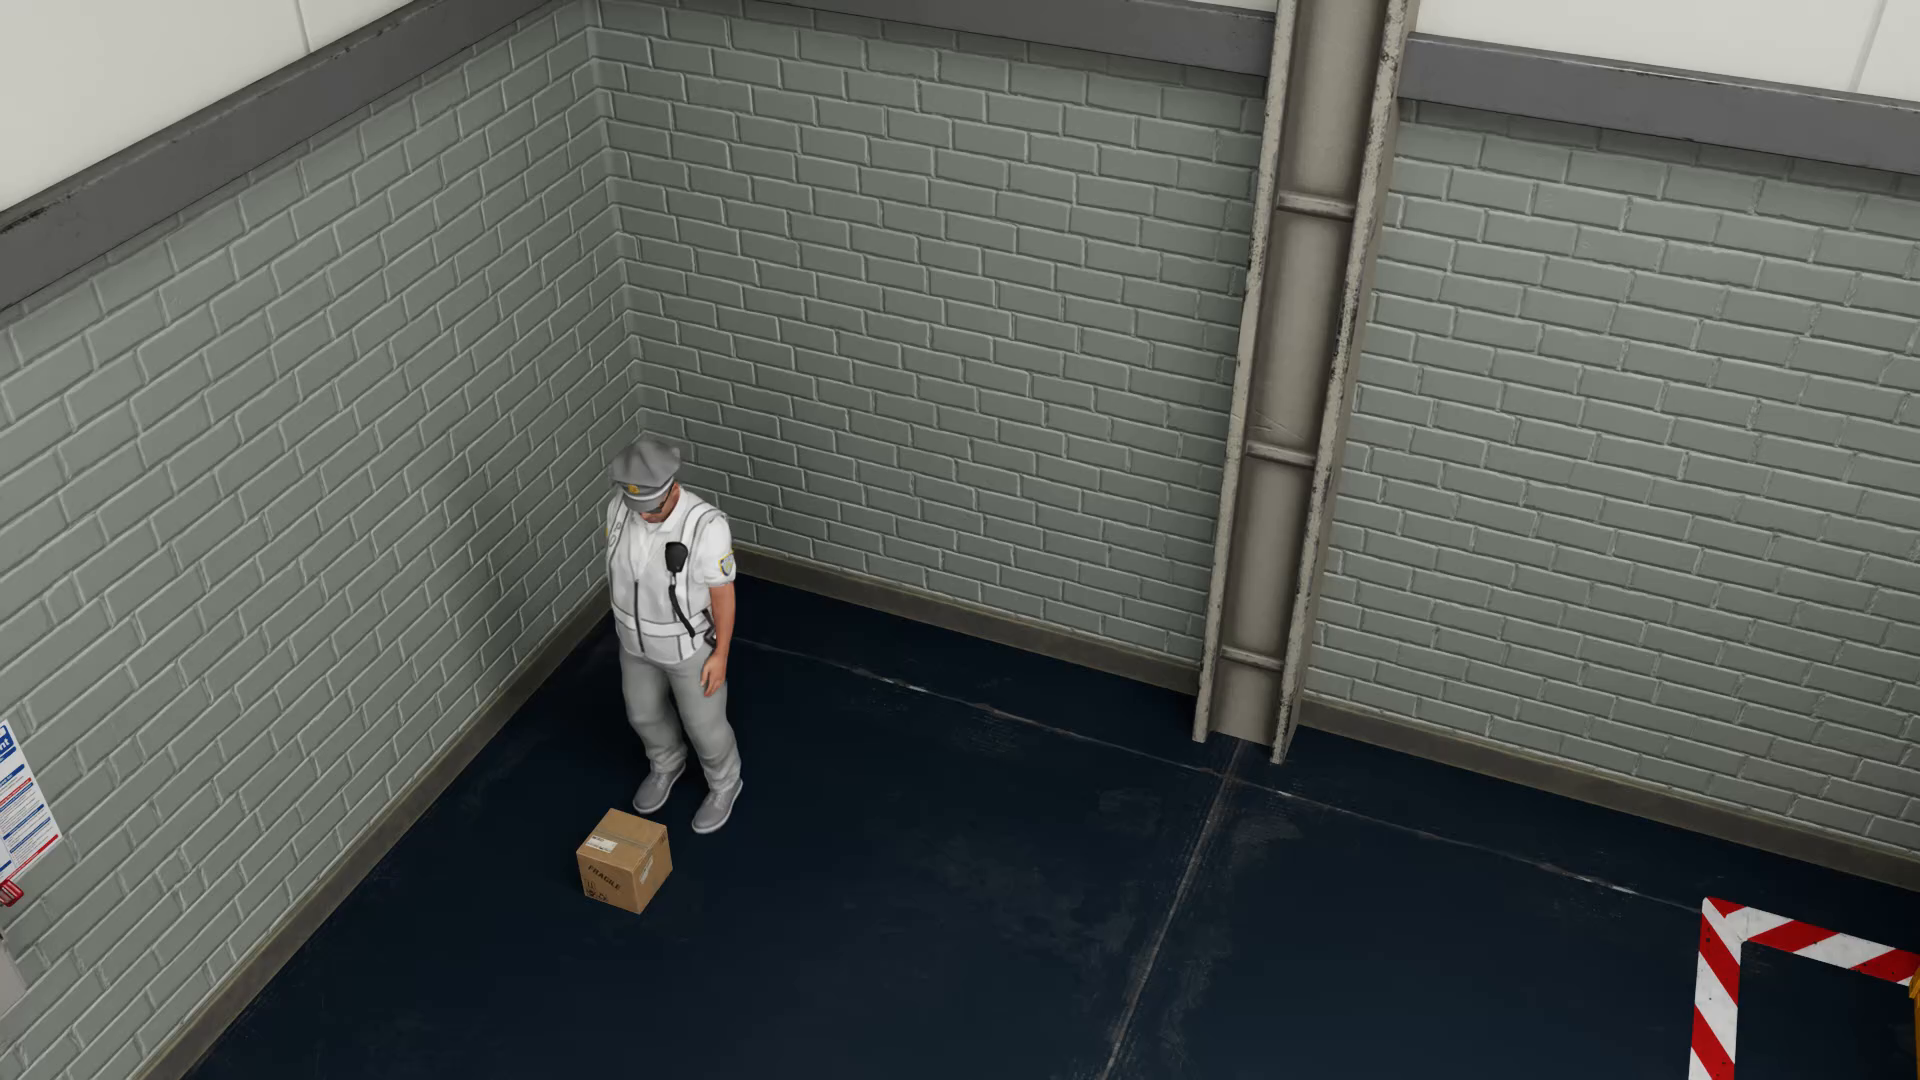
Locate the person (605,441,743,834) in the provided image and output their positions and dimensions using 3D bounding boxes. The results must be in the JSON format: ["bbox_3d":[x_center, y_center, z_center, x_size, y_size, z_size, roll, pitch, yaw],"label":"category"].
[{"bbox_3d":[-1.081,0.371,6.347,0.534,1.735,0.389,15,40,19],"label":"person"}]
